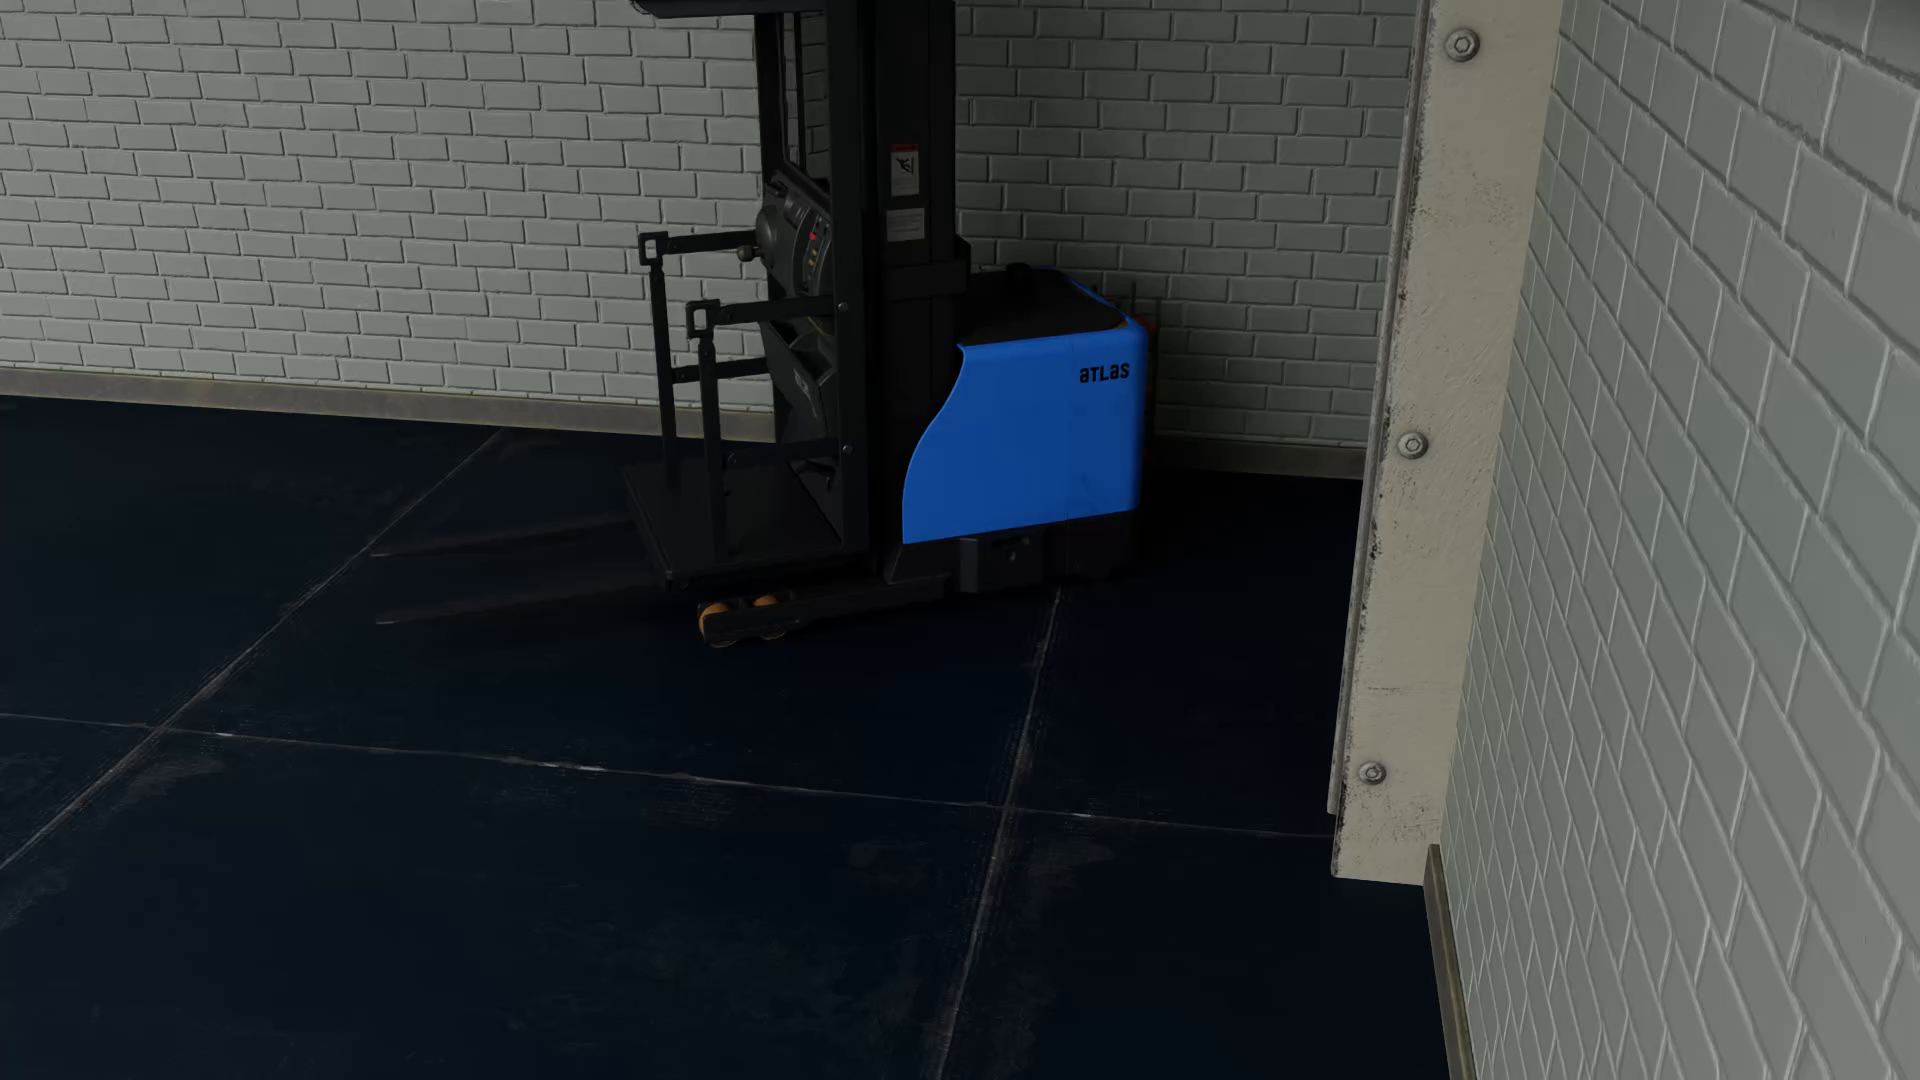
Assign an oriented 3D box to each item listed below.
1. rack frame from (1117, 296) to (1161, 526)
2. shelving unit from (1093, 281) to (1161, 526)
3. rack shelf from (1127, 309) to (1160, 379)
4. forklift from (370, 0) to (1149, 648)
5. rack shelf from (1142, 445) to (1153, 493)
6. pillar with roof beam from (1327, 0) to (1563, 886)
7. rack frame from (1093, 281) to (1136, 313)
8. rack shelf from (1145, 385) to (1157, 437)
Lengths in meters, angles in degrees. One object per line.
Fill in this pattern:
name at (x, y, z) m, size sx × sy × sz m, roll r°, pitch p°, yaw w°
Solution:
rack frame at (0.745, -0.527, 7.138) m, size 0.200 × 1.050 × 0.008 m, roll -9°, pitch 26°, yaw -18°
shelving unit at (0.704, -0.576, 7.242) m, size 0.215 × 1.050 × 0.252 m, roll -9°, pitch 26°, yaw -18°
rack shelf at (0.704, -0.823, 7.126) m, size 0.215 × 0.259 × 0.240 m, roll -9°, pitch 26°, yaw -18°
forklift at (-0.817, -1.168, 6.288) m, size 3.031 × 2.935 × 1.130 m, roll -9°, pitch 26°, yaw -18°
rack shelf at (0.704, -0.315, 7.365) m, size 0.215 × 0.259 × 0.240 m, roll -9°, pitch 26°, yaw -18°
pillar with roof beam at (-2.931, -3.422, 3.946) m, size 9.100 × 9.000 × 0.400 m, roll 4°, pitch 25°, yaw 9°
rack frame at (0.663, -0.625, 7.346) m, size 0.200 × 1.050 × 0.008 m, roll -9°, pitch 26°, yaw -18°
rack shelf at (0.704, -0.566, 7.247) m, size 0.215 × 0.259 × 0.240 m, roll -9°, pitch 26°, yaw -18°
